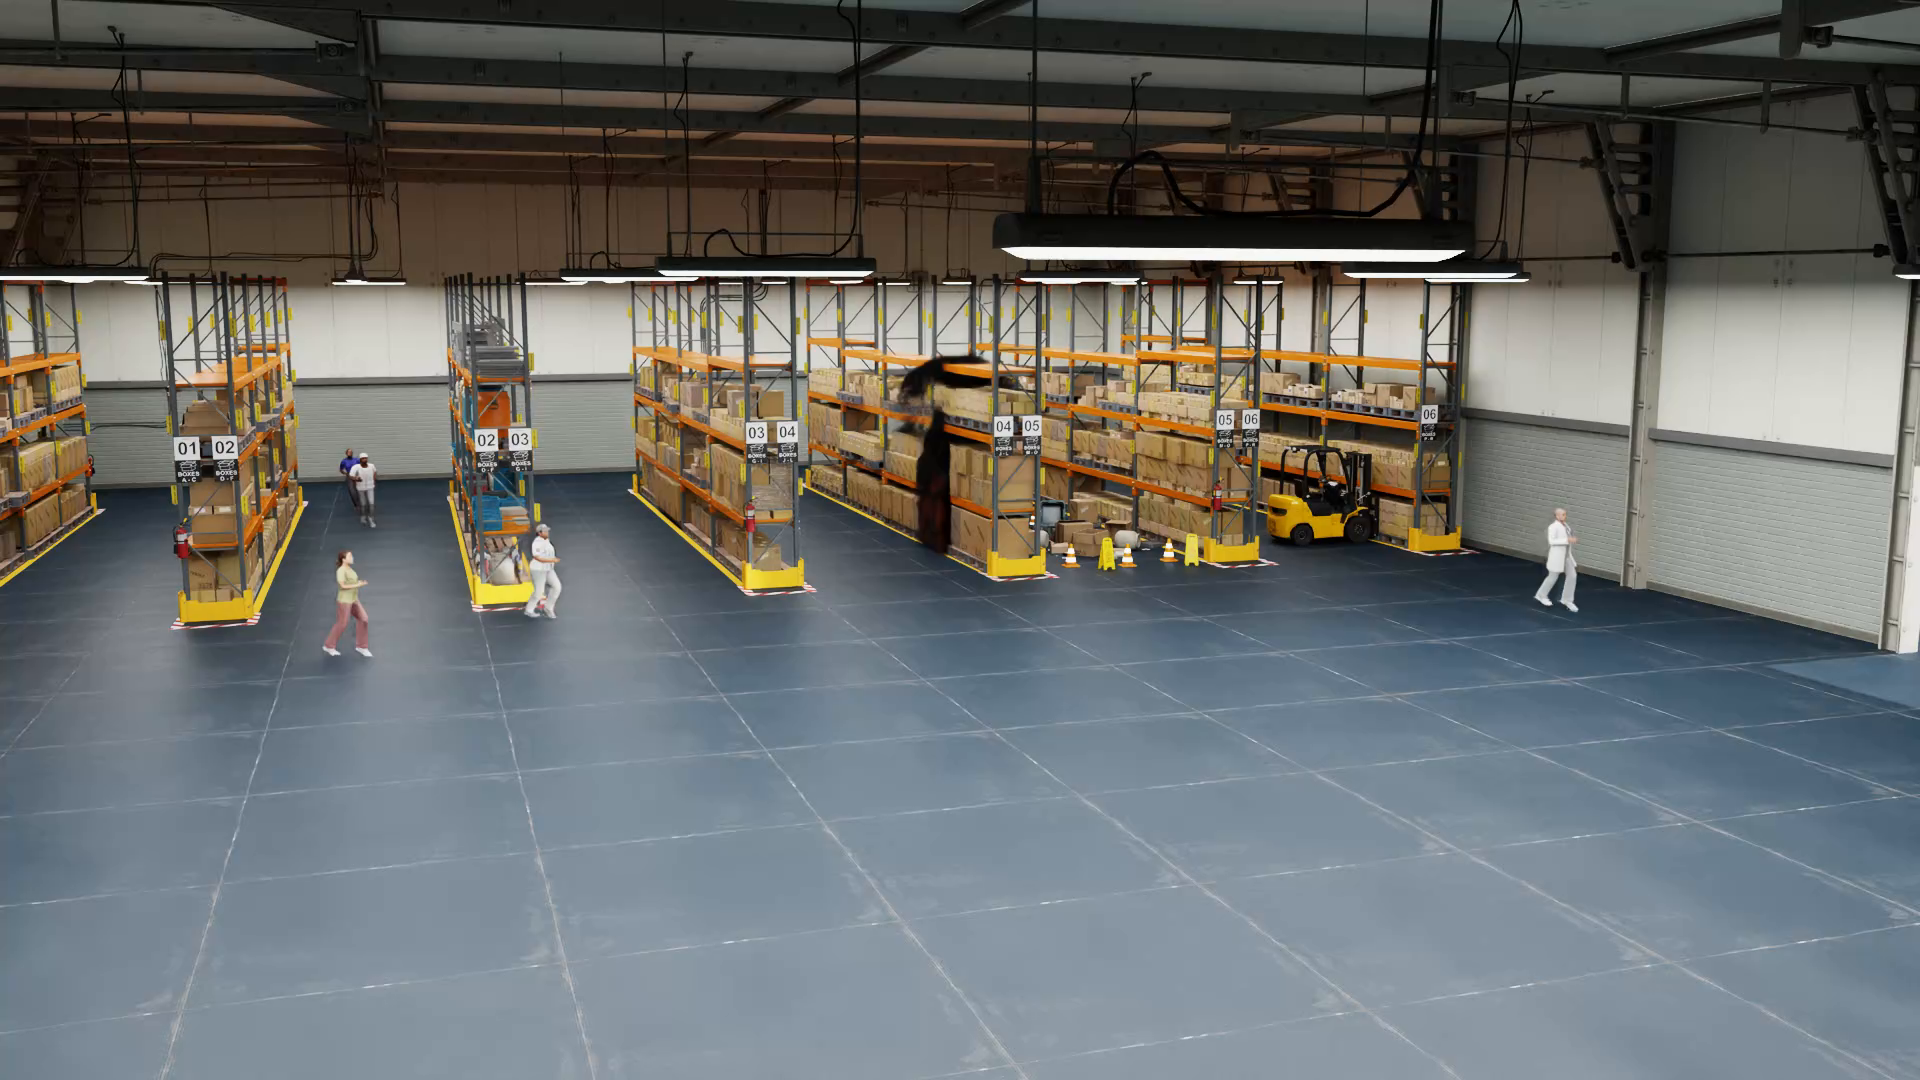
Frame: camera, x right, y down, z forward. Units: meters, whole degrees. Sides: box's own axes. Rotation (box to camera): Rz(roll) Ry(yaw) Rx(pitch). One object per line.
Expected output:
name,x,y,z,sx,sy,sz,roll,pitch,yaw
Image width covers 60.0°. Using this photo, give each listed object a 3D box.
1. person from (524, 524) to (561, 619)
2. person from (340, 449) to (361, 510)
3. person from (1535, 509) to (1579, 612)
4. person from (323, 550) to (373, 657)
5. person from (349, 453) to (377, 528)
person,-7.254,0.569,28.966,0.707,1.719,0.618,2,9,14
person,-15.719,-1.558,43.031,0.602,1.609,0.508,-4,9,-24
person,10.746,0.343,29.849,0.688,1.828,0.822,-6,10,-34
person,-9.576,1.004,25.885,0.757,1.732,0.591,0,9,2
person,-14.418,-1.209,40.241,0.676,1.814,0.788,-5,10,-28
